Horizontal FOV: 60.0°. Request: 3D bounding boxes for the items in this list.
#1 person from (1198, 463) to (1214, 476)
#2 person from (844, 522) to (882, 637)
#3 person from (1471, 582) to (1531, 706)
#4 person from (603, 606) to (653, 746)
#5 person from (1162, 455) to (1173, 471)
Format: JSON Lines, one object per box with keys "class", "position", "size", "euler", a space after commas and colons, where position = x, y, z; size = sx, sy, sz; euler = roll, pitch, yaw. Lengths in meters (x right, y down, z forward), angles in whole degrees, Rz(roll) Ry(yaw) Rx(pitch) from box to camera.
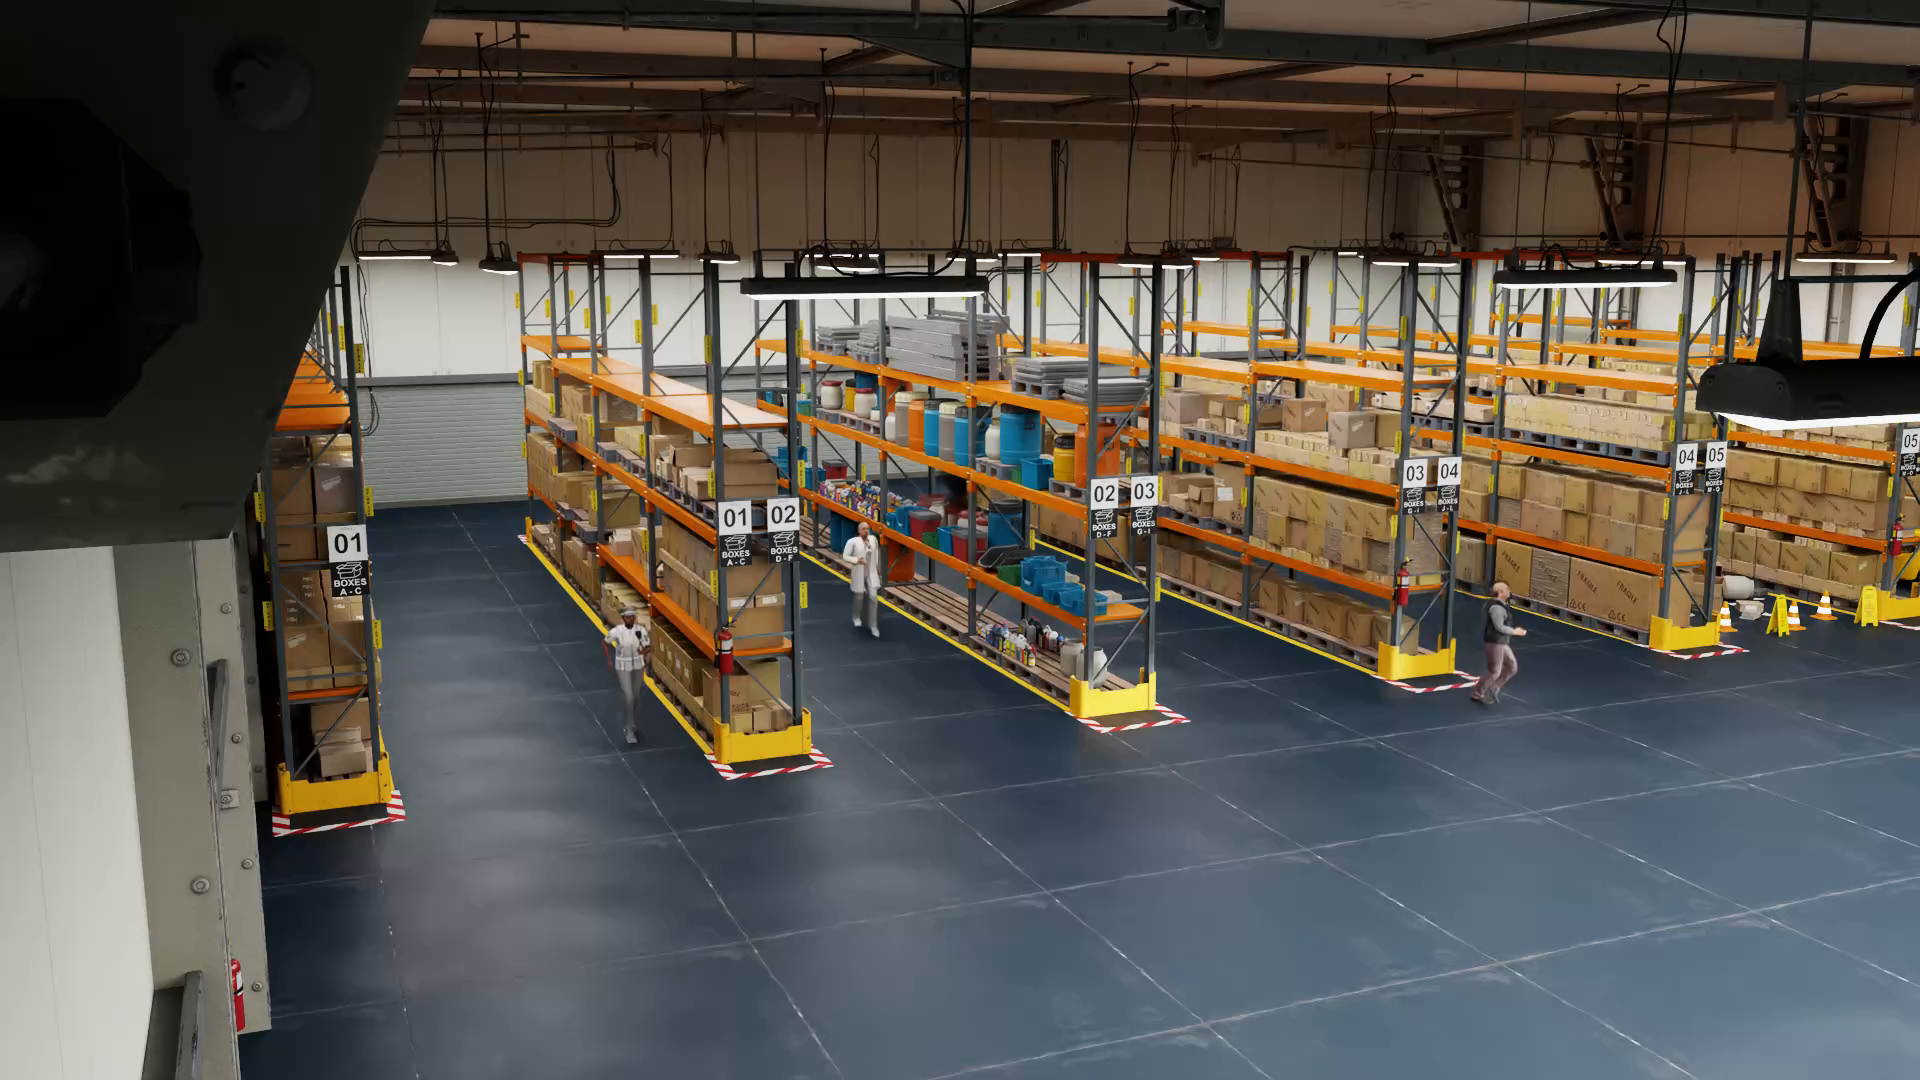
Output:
{"class": "person", "position": [6.240, -2.237, 42.330], "size": [0.864, 1.795, 0.725], "euler": [-4, 11, -21]}
{"class": "person", "position": [-1.561, 0.611, 26.761], "size": [0.679, 1.827, 0.870], "euler": [-4, 11, -20]}
{"class": "person", "position": [7.353, 1.431, 22.561], "size": [0.719, 1.776, 0.676], "euler": [3, 11, 18]}
{"class": "person", "position": [-4.190, 1.680, 21.128], "size": [0.553, 1.739, 0.798], "euler": [-6, 12, -30]}
{"class": "person", "position": [5.267, -2.139, 41.933], "size": [1.106, 1.658, 0.730], "euler": [5, 11, 24]}
